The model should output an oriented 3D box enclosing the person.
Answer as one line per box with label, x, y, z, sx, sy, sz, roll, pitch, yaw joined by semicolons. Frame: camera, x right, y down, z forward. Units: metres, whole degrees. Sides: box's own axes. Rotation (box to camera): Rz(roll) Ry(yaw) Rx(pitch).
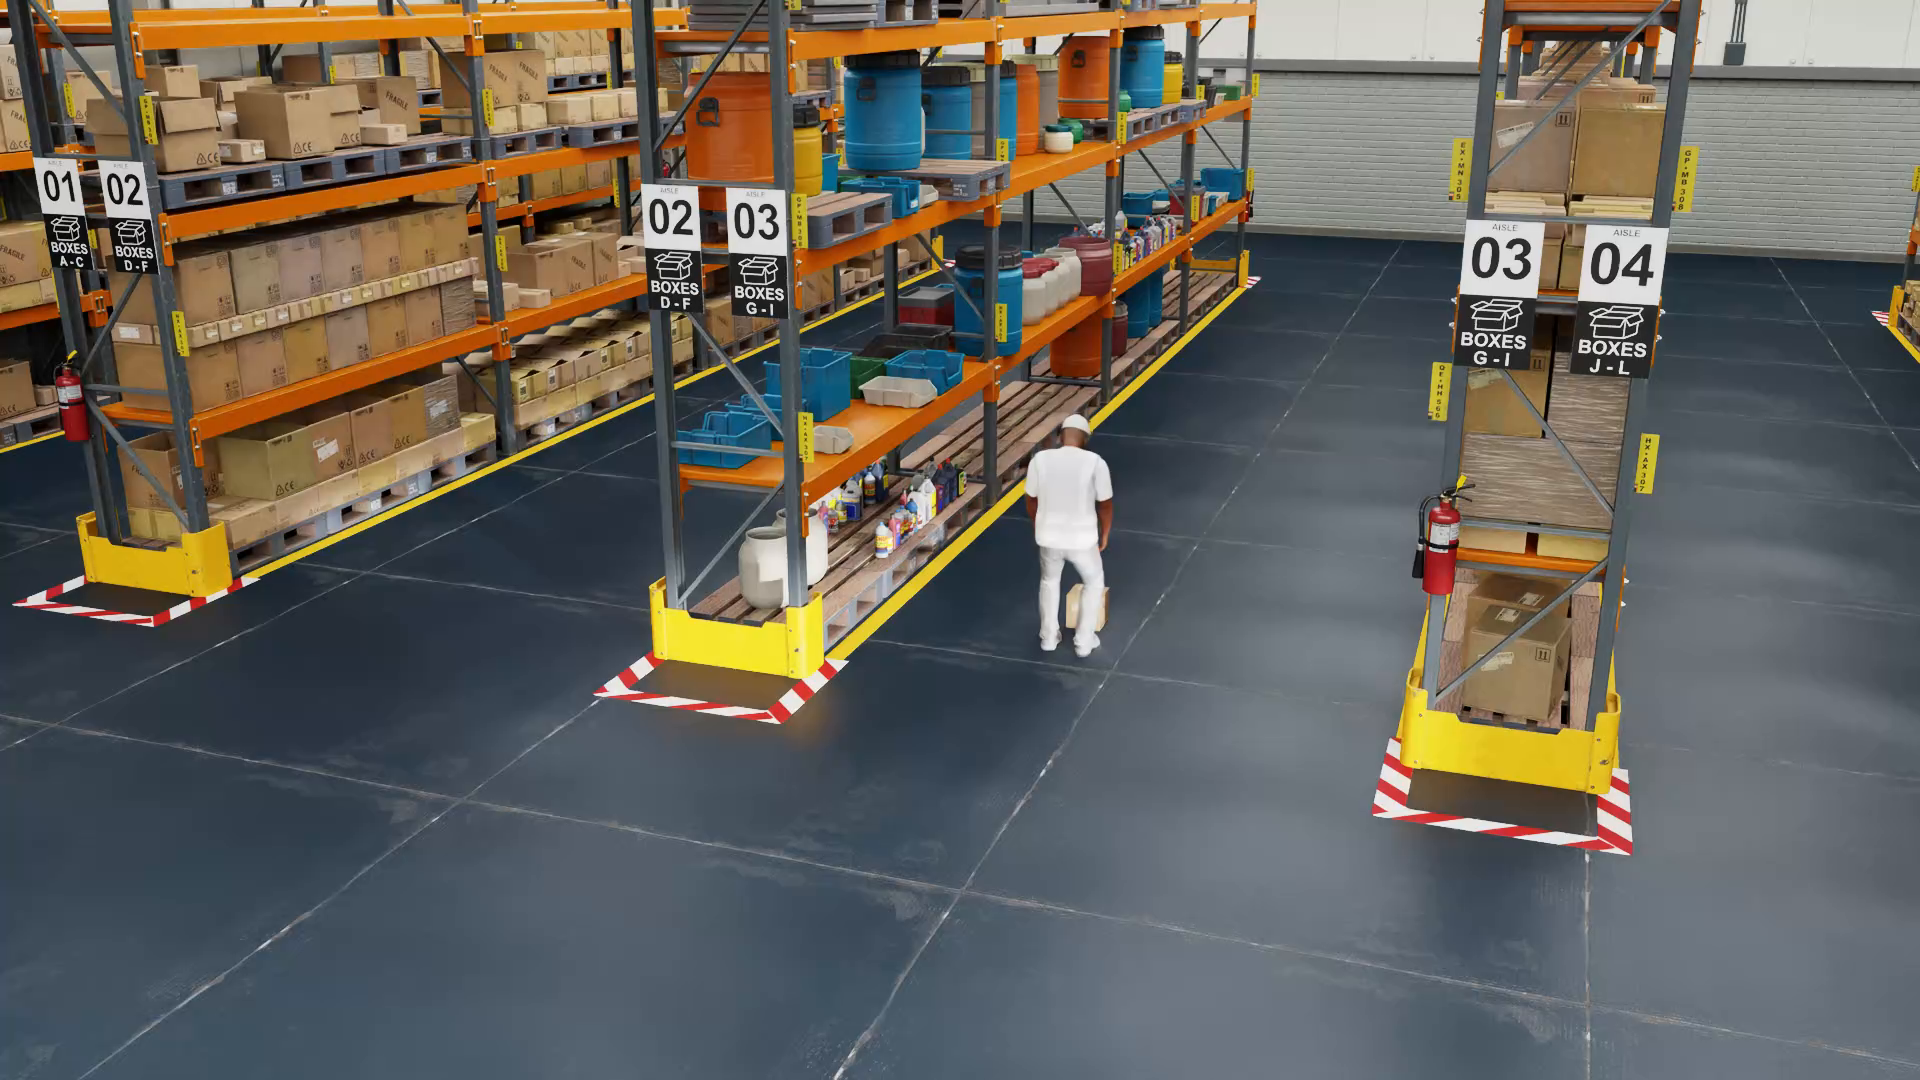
person;0.732;-0.037;11.379;0.616;1.614;0.599;7;20;19
